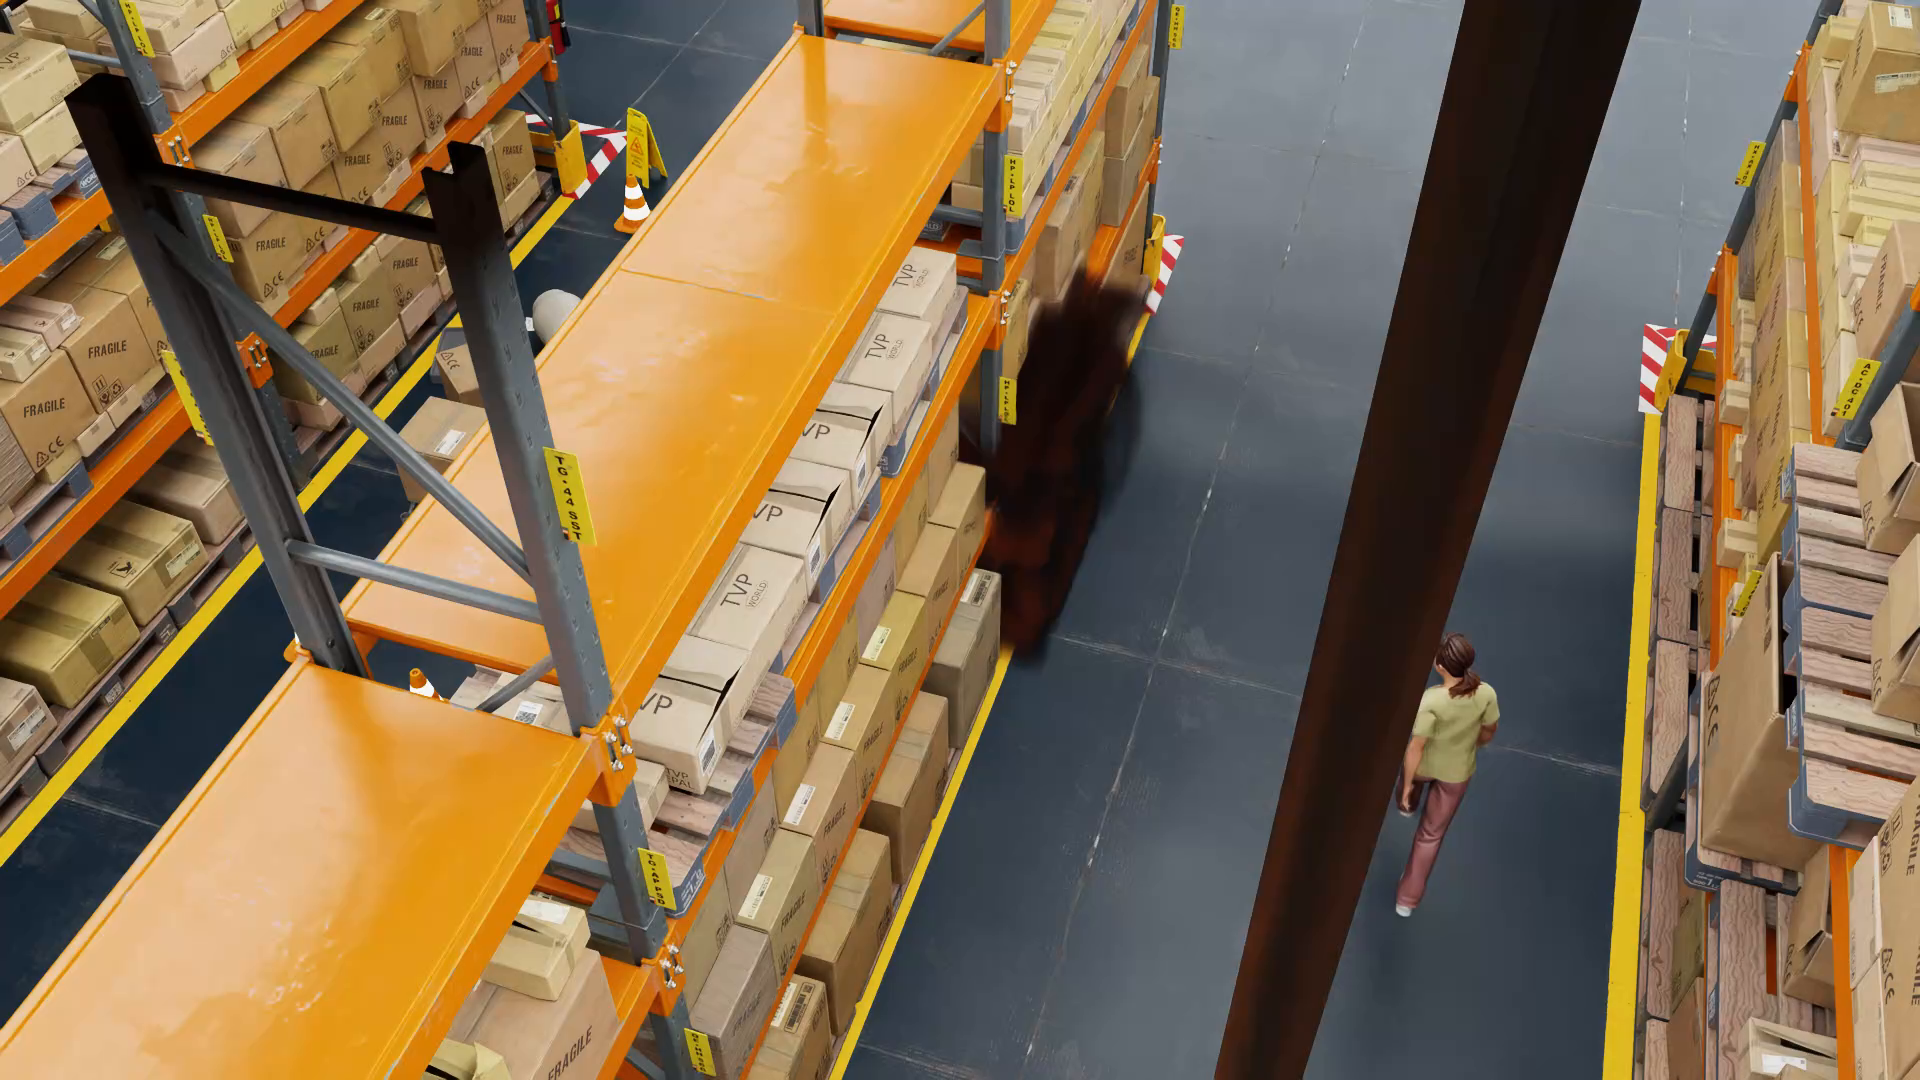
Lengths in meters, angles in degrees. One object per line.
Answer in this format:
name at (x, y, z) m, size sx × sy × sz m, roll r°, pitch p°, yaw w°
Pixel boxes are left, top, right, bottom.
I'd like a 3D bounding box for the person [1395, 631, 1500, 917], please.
person at (2.458, 1.114, 8.493) m, size 0.424 × 1.623 × 0.975 m, roll 15°, pitch 48°, yaw 14°
